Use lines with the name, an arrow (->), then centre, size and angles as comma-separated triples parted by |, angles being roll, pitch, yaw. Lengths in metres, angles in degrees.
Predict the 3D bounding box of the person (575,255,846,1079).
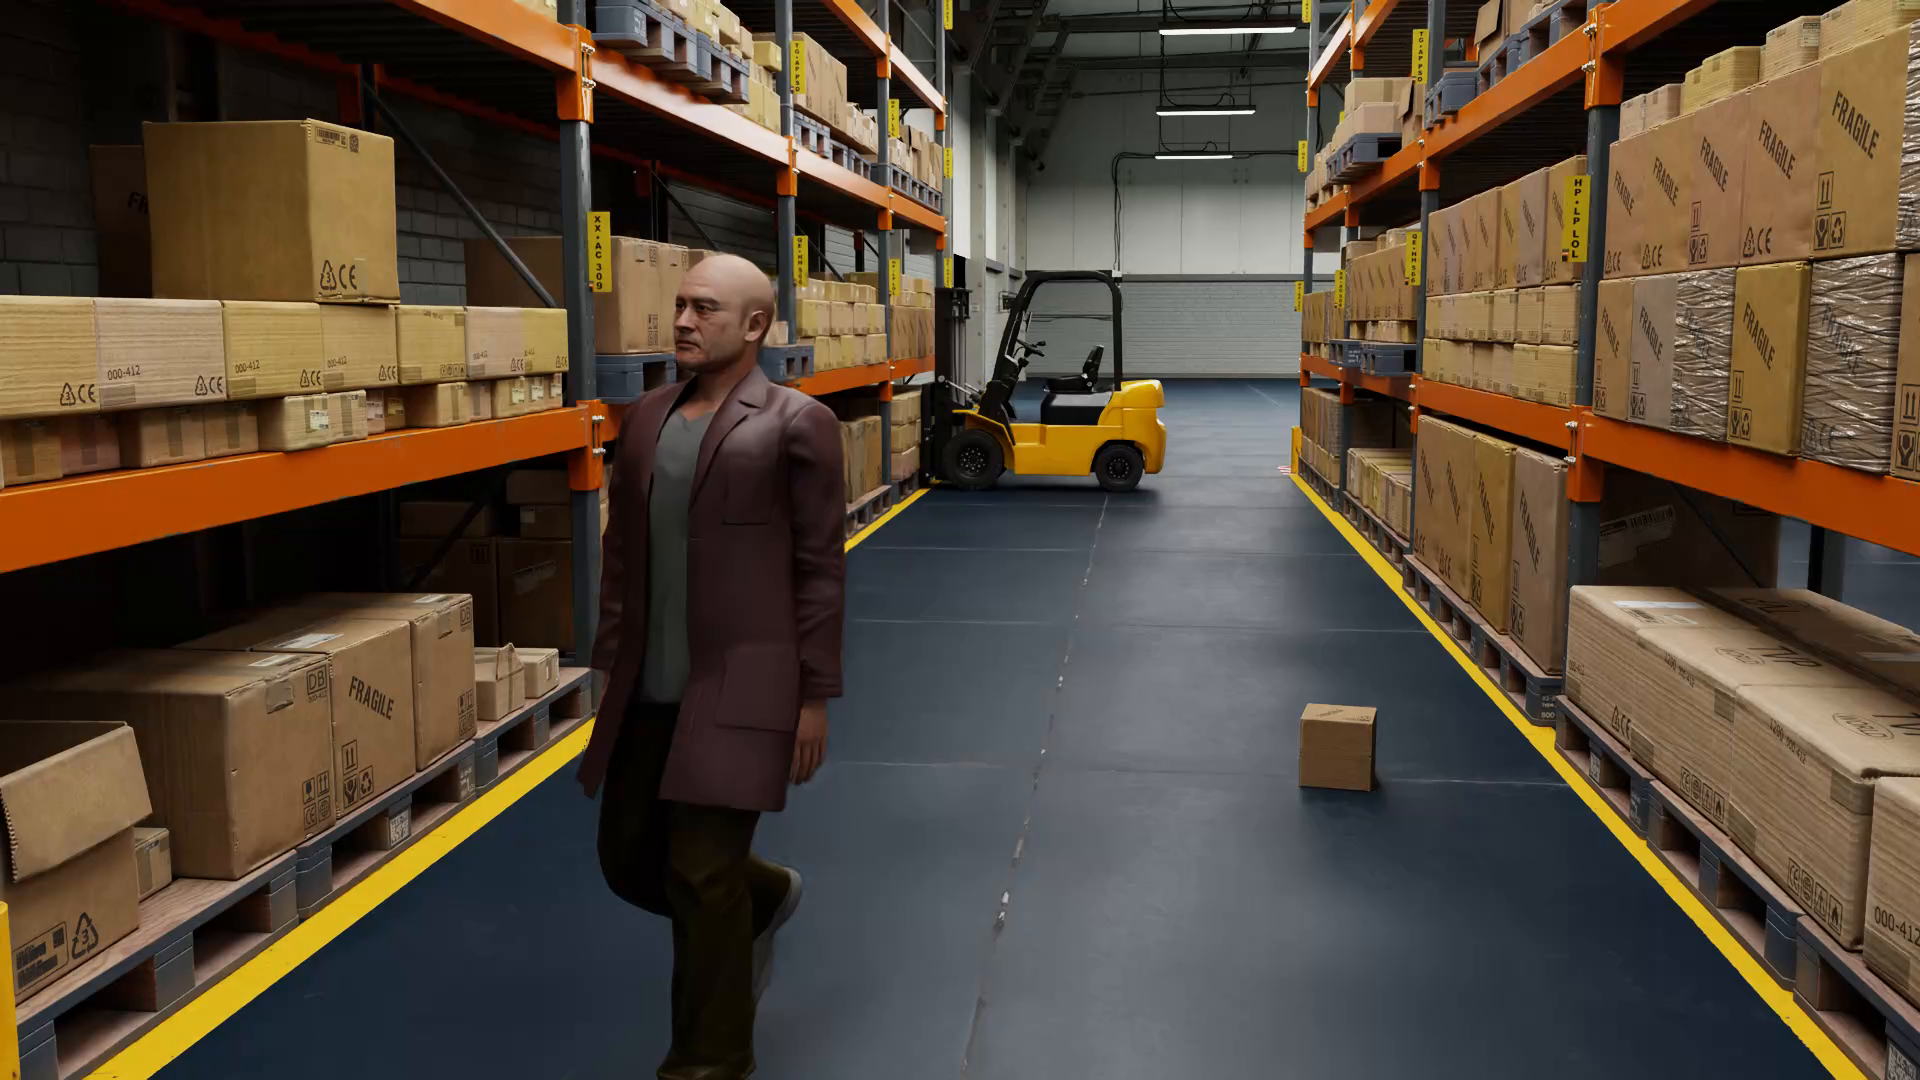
person -> -0.506, 0.295, 3.473 | 0.576, 1.757, 0.790 | 4, 8, 29
